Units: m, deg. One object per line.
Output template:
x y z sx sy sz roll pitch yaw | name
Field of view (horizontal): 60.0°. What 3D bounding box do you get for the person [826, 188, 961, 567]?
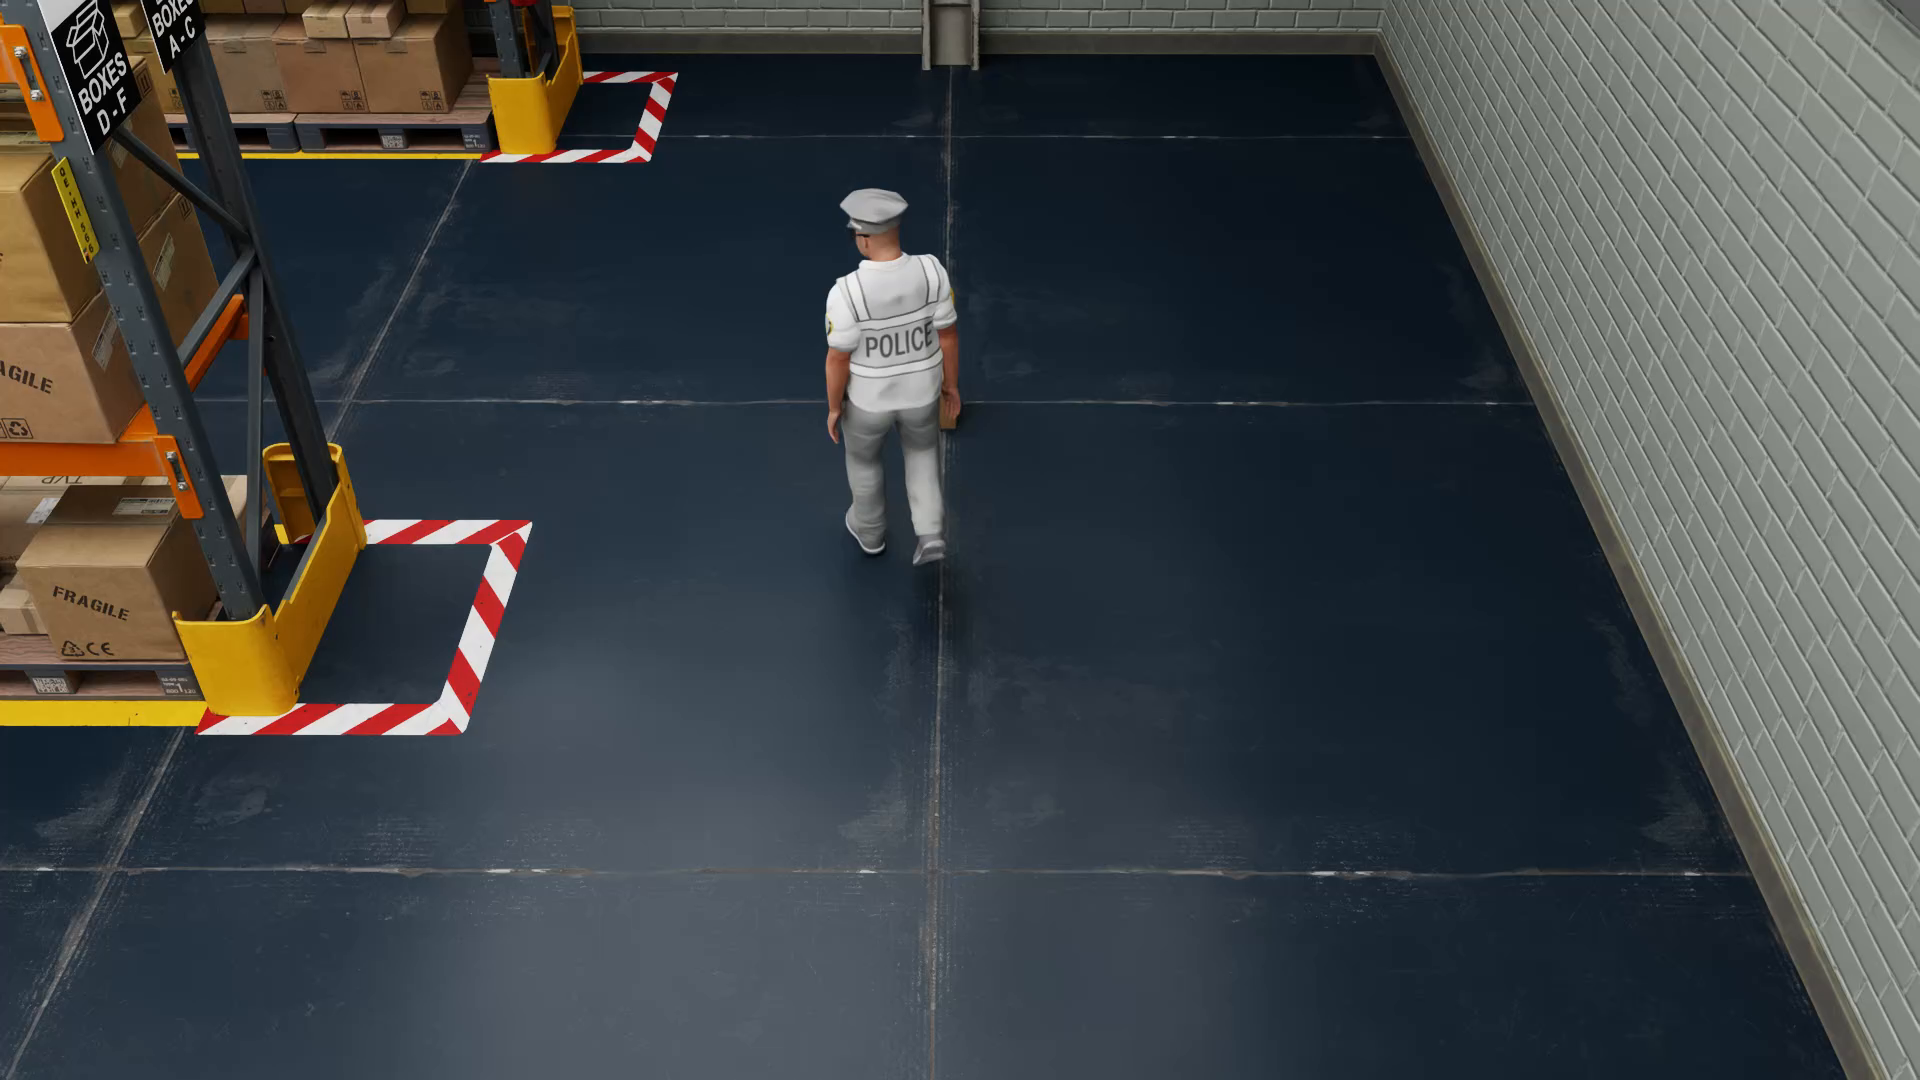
-0.283 -0.616 6.883 0.570 1.733 0.676 -13 41 -15 | person
